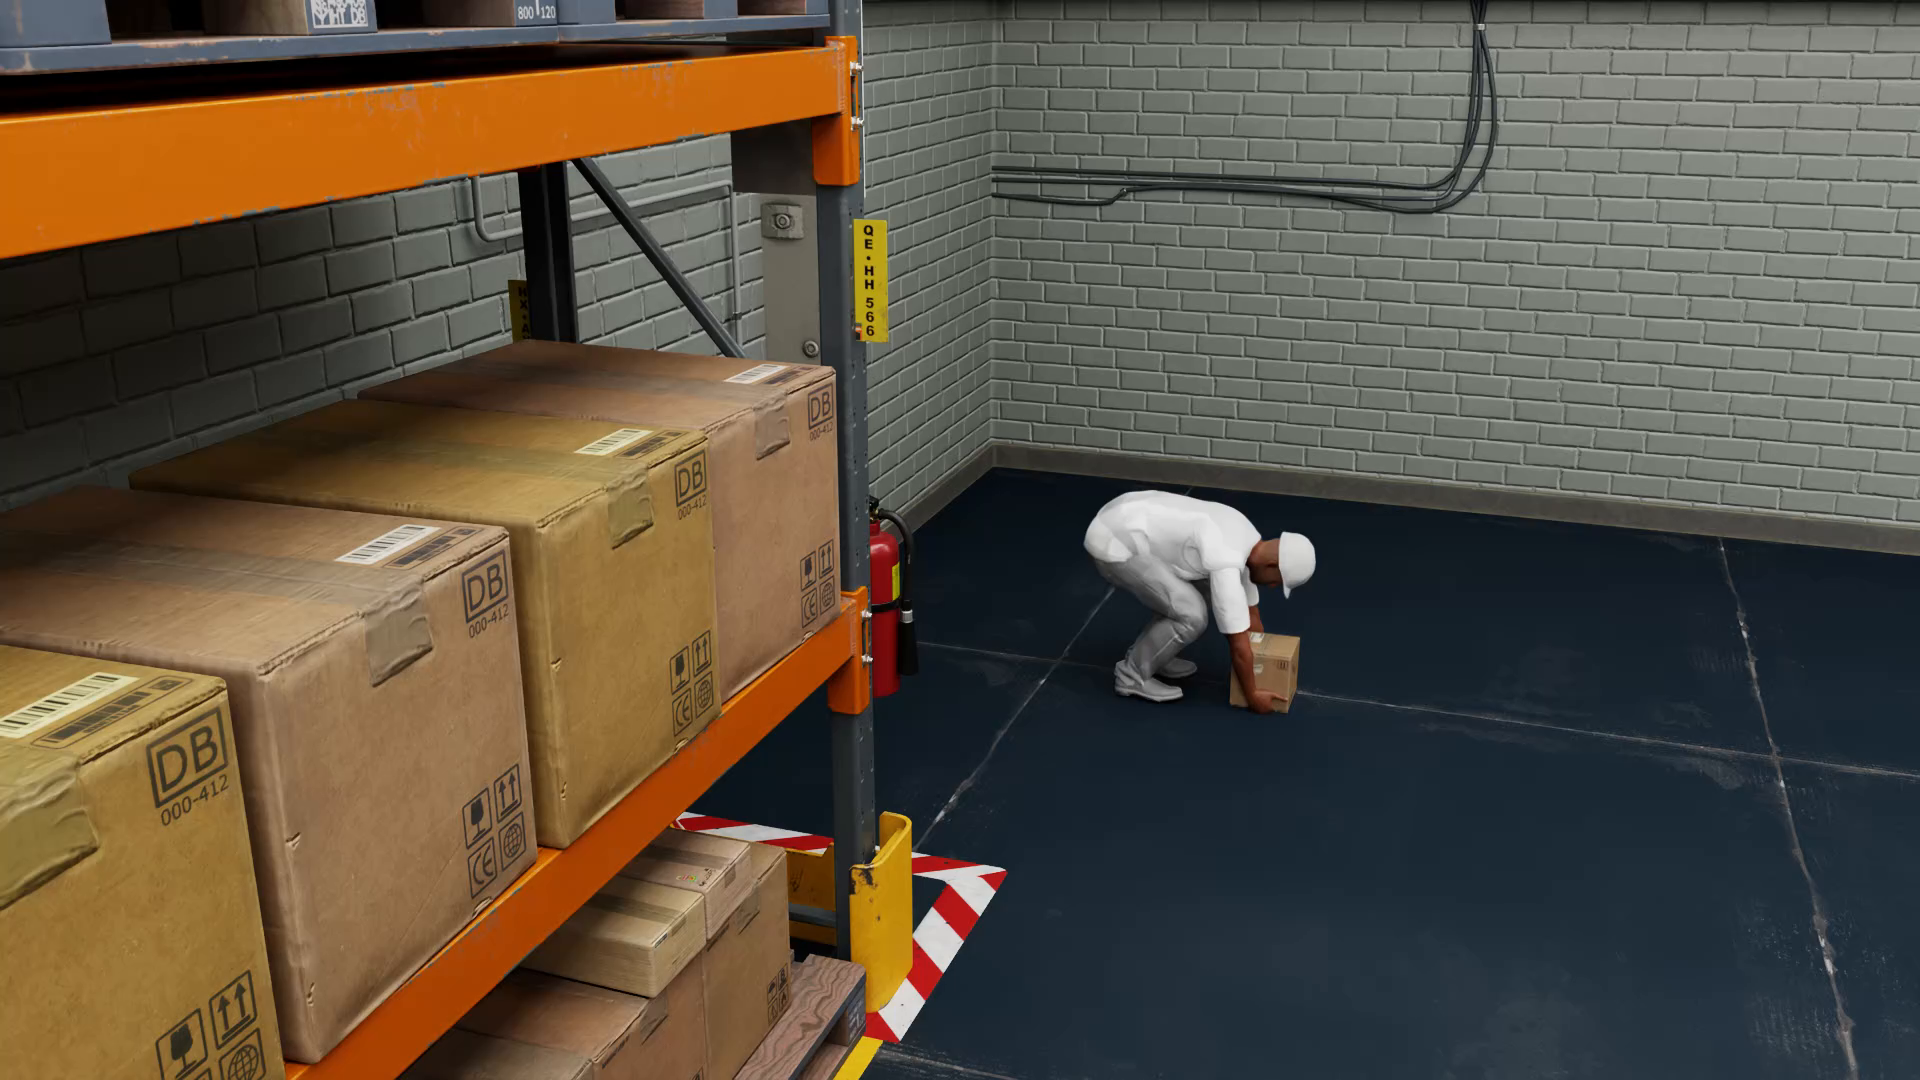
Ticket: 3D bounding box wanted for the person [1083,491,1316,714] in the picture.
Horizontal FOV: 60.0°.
[{"bbox_3d":[1.029,0.243,7.206,0.978,0.896,0.504,5,19,16],"label":"person"}]
